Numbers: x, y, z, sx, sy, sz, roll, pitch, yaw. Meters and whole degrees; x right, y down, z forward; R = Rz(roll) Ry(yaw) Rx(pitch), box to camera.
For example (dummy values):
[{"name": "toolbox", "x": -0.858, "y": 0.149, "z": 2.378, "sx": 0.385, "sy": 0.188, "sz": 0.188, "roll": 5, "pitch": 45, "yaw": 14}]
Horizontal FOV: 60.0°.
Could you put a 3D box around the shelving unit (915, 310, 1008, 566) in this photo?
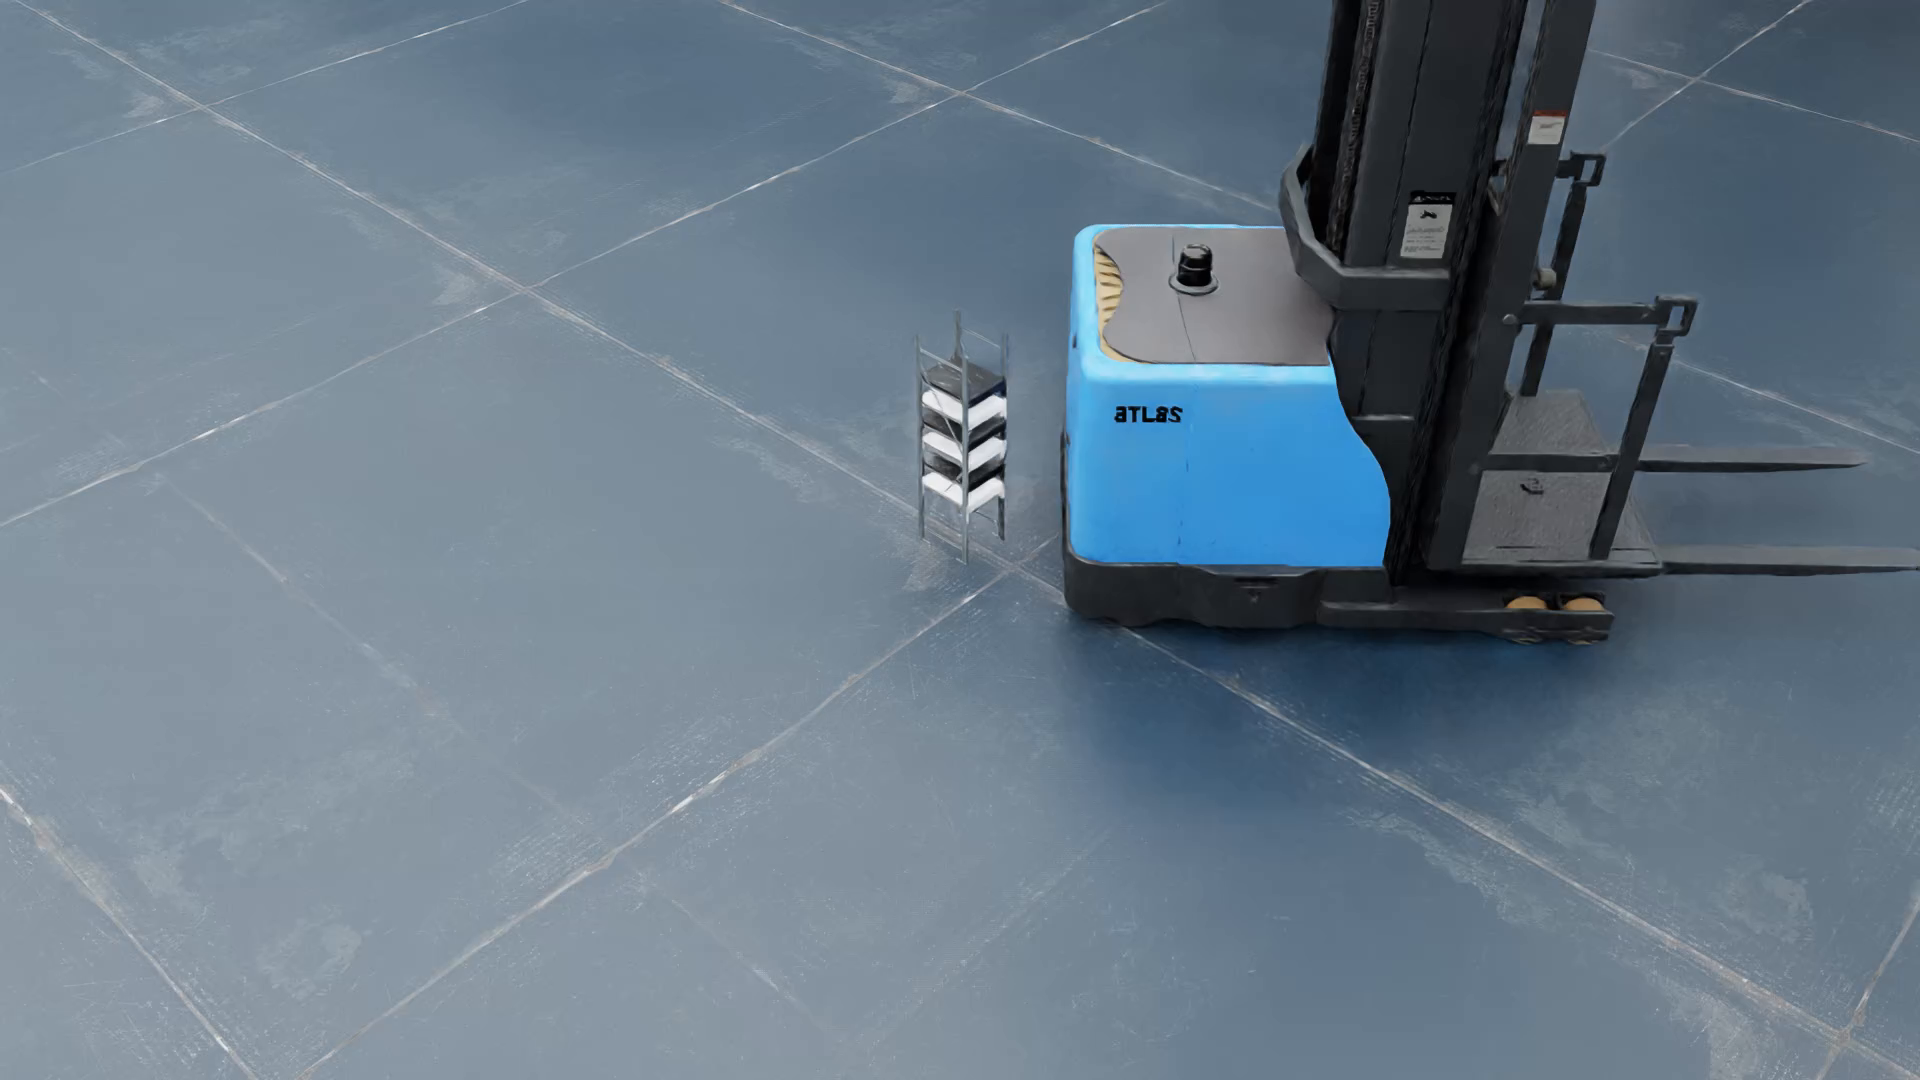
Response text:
[{"name": "shelving unit", "x": 0.005, "y": -0.356, "z": 5.975, "sx": 0.258, "sy": 0.900, "sz": 0.210, "roll": 30, "pitch": 47, "yaw": 32}]

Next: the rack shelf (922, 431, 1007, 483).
[{"name": "rack shelf", "x": 0.005, "y": -0.330, "z": 5.995, "sx": 0.258, "sy": 0.077, "sz": 0.200, "roll": 30, "pitch": 47, "yaw": 32}]

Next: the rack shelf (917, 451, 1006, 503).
[{"name": "rack shelf", "x": 0.005, "y": -0.259, "z": 6.051, "sx": 0.258, "sy": 0.077, "sz": 0.200, "roll": 30, "pitch": 47, "yaw": 32}]

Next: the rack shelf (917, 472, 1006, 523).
[{"name": "rack shelf", "x": 0.005, "y": -0.189, "z": 6.107, "sx": 0.258, "sy": 0.077, "sz": 0.200, "roll": 30, "pitch": 47, "yaw": 32}]

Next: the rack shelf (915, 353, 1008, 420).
[{"name": "rack shelf", "x": 0.005, "y": -0.541, "z": 5.827, "sx": 0.258, "sy": 0.077, "sz": 0.200, "roll": 30, "pitch": 47, "yaw": 32}]

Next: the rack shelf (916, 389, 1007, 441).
[{"name": "rack shelf", "x": 0.005, "y": -0.471, "z": 5.883, "sx": 0.258, "sy": 0.077, "sz": 0.200, "roll": 30, "pitch": 47, "yaw": 32}]

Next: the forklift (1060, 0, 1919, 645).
[{"name": "forklift", "x": 1.897, "y": -1.121, "z": 5.304, "sx": 3.031, "sy": 2.935, "sz": 1.130, "roll": 1, "pitch": 39, "yaw": 1}]

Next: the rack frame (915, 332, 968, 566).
[{"name": "rack frame", "x": -0.063, "y": -0.309, "z": 5.916, "sx": 0.240, "sy": 0.900, "sz": 0.006, "roll": 30, "pitch": 47, "yaw": 32}]

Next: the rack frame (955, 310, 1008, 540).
[{"name": "rack frame", "x": 0.074, "y": -0.403, "z": 6.033, "sx": 0.240, "sy": 0.900, "sz": 0.006, "roll": 30, "pitch": 47, "yaw": 32}]

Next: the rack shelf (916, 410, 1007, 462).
[{"name": "rack shelf", "x": 0.005, "y": -0.400, "z": 5.939, "sx": 0.258, "sy": 0.077, "sz": 0.200, "roll": 30, "pitch": 47, "yaw": 32}]
